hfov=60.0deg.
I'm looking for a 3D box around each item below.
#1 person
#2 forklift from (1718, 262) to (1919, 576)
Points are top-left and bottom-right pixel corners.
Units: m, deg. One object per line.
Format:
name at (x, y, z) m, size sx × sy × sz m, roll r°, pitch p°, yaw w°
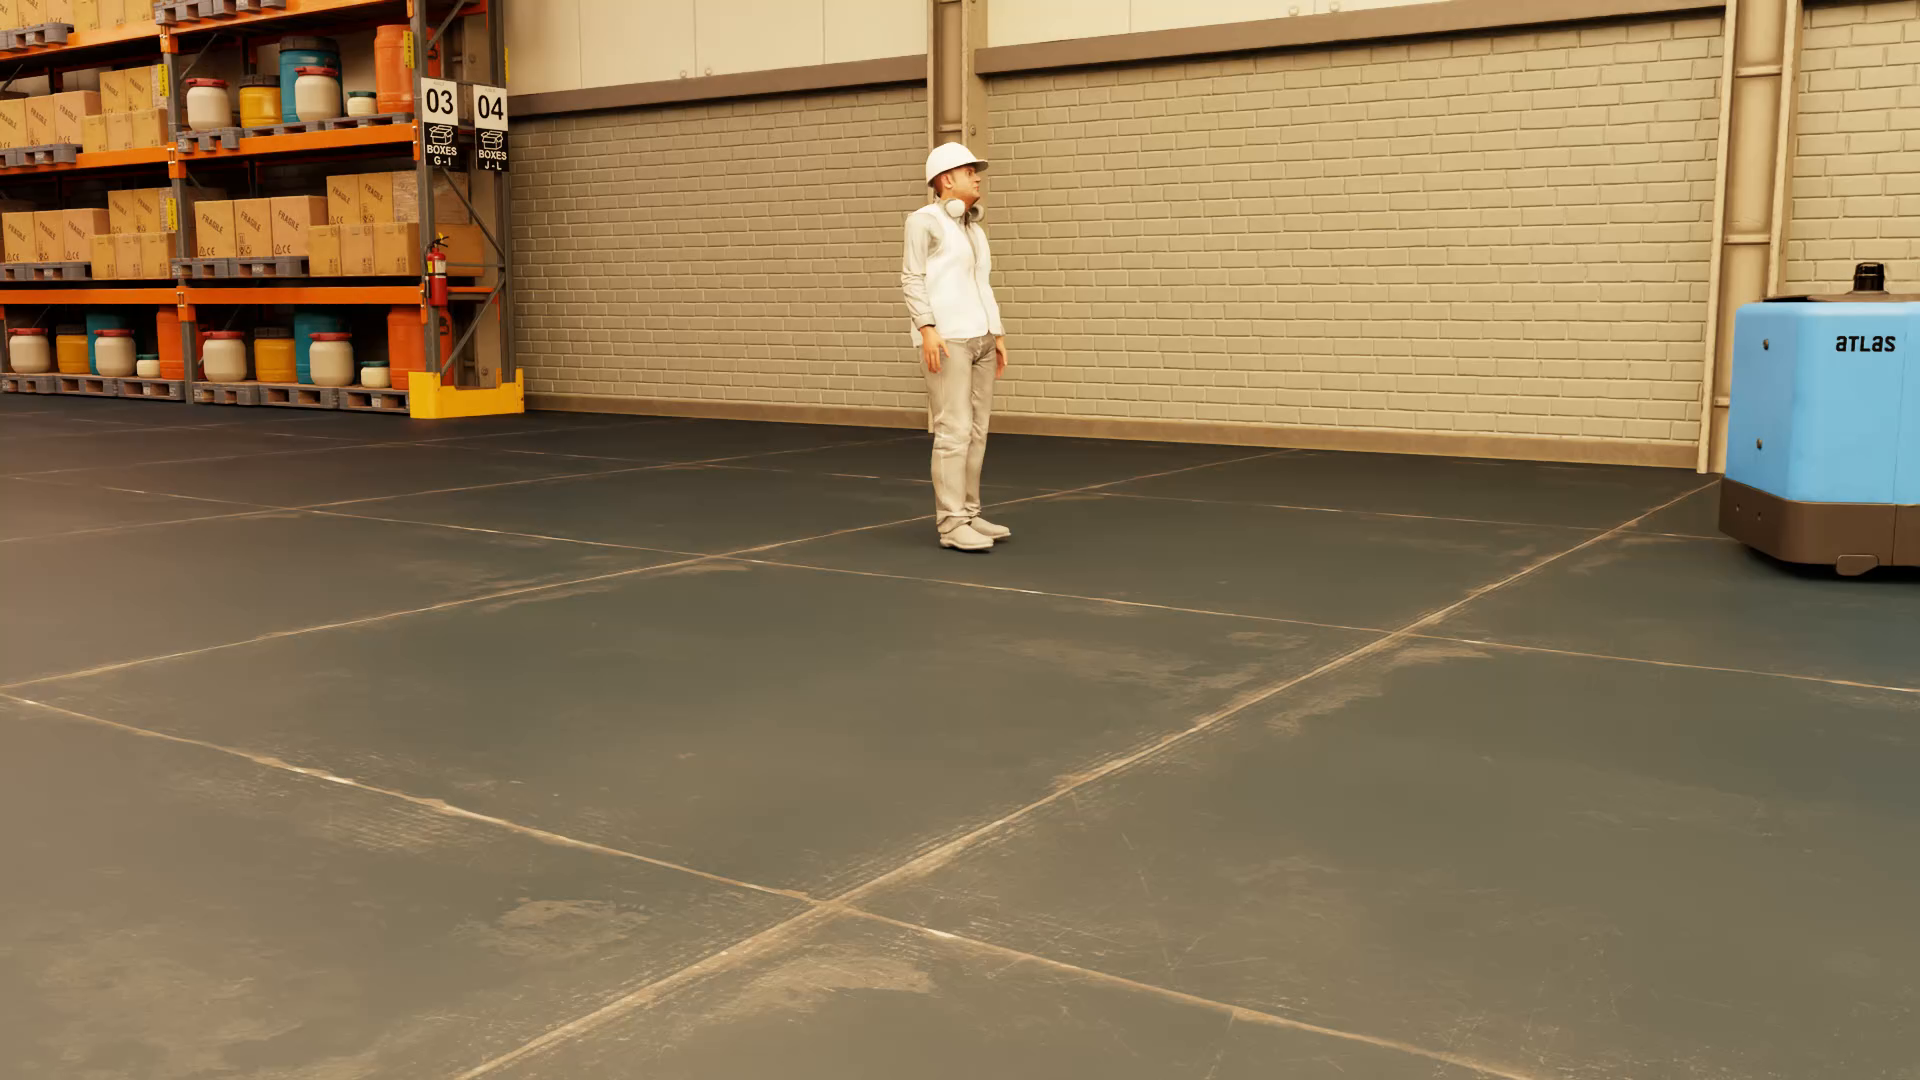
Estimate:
person at (0.047, -0.880, 7.437) m, size 0.568 × 1.773 × 0.632 m, roll 5°, pitch 10°, yaw 34°
forklift at (4.786, -1.325, 6.514) m, size 3.031 × 2.935 × 1.130 m, roll 1°, pitch 8°, yaw 10°
